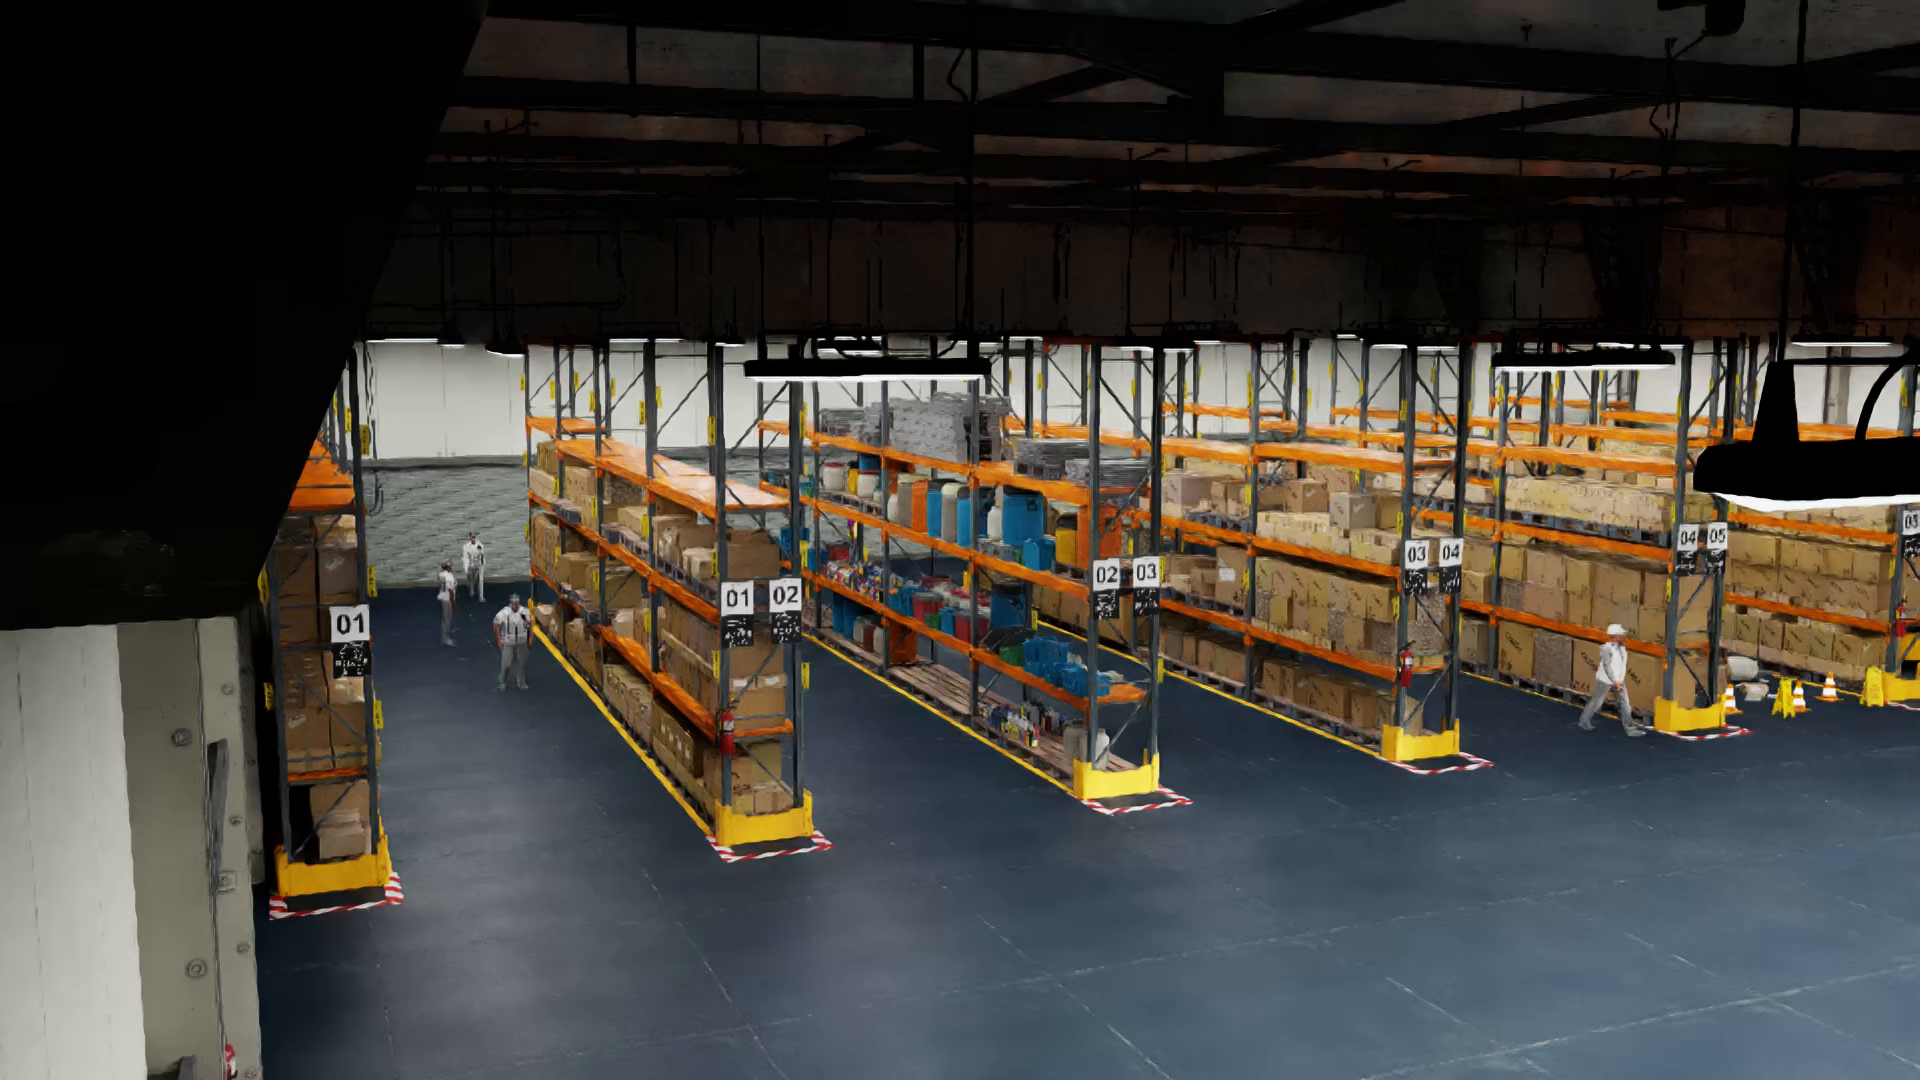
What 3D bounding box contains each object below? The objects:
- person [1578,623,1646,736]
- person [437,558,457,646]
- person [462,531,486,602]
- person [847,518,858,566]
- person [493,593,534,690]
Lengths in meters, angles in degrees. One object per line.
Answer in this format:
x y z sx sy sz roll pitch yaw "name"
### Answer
9.931 2.115 25.314 0.538 1.715 1.029 -4 9 -30 "person"
-9.965 1.187 32.348 0.375 1.679 0.575 -6 10 -37 "person"
-10.920 0.562 37.353 0.495 1.589 1.086 -3 8 -19 "person"
-2.718 -0.085 41.735 0.480 1.765 0.728 3 8 21 "person"
-7.610 1.718 28.401 0.682 1.715 0.536 -3 8 -24 "person"
